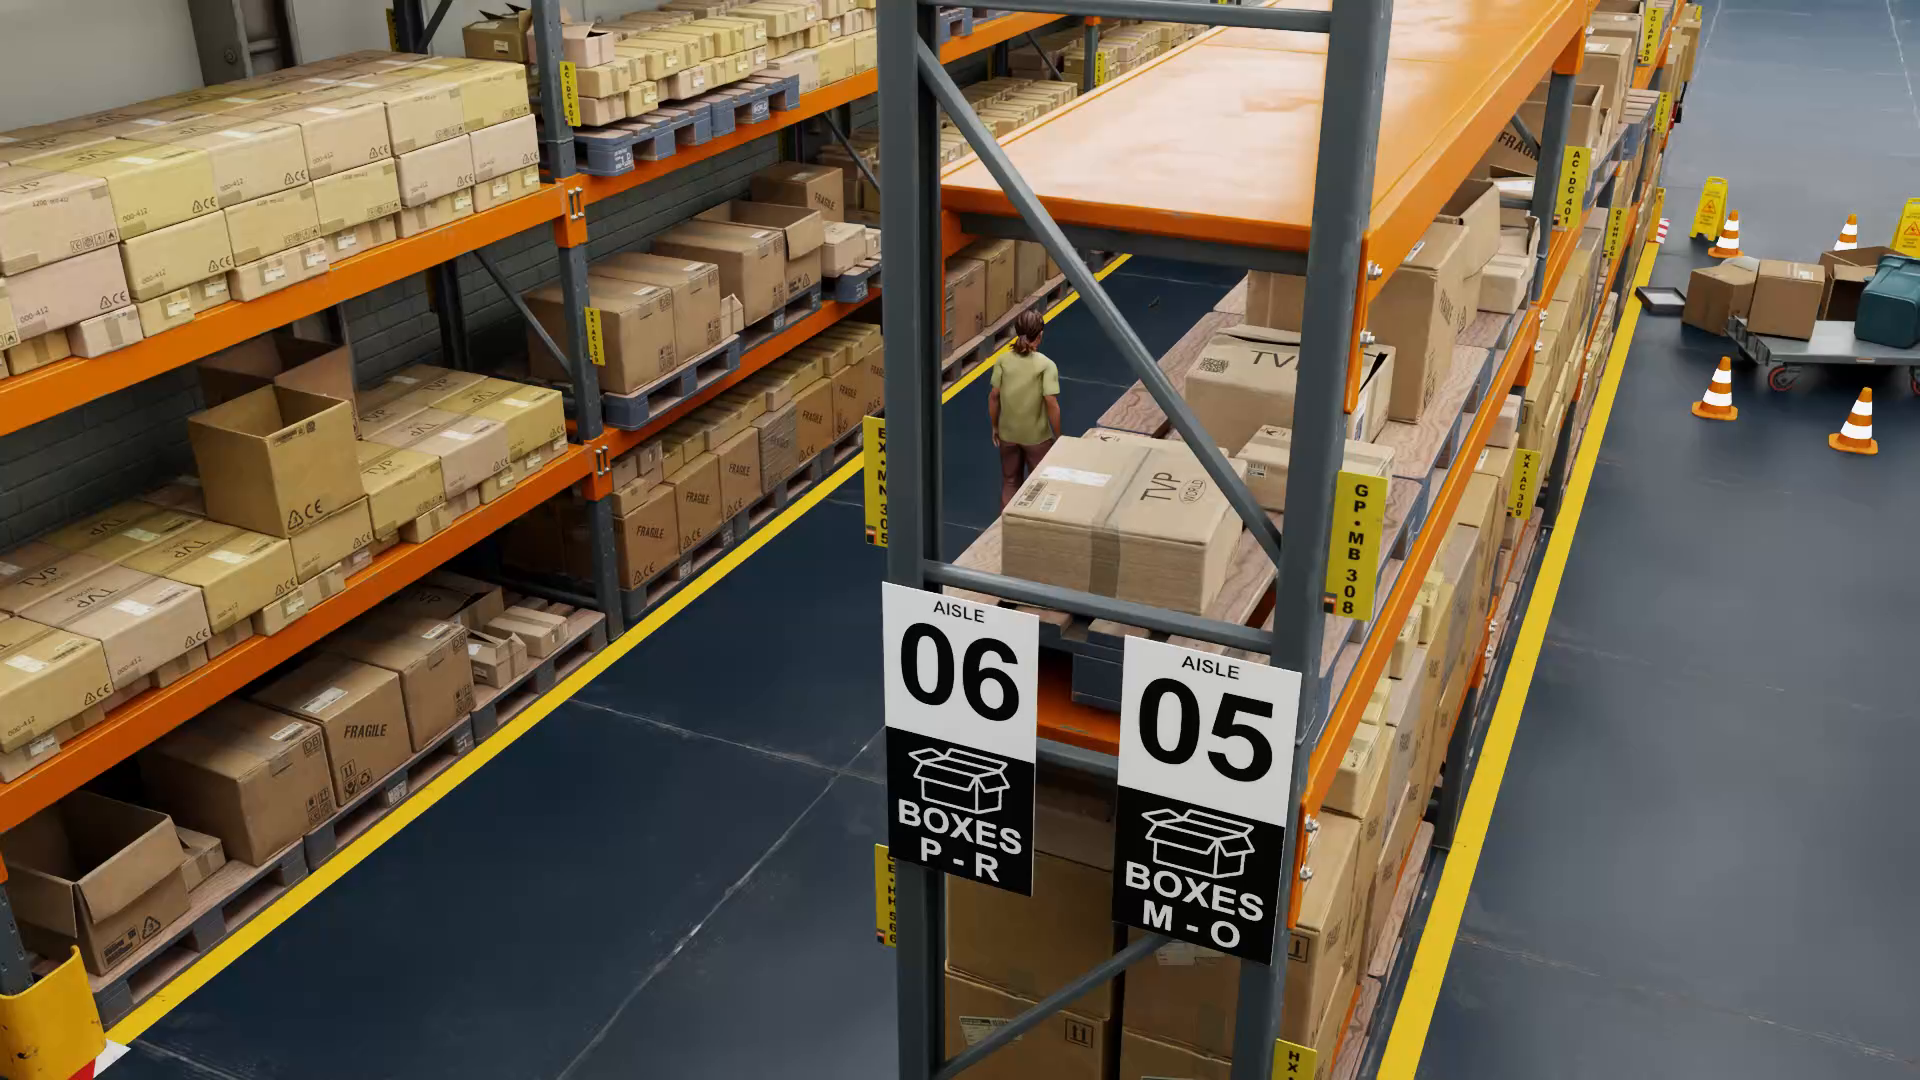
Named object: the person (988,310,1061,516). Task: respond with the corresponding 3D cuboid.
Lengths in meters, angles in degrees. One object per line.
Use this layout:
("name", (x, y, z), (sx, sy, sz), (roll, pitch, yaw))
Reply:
("person", (0.435, -0.567, 10.836), (0.497, 1.438, 0.360), (11, 28, 22))
